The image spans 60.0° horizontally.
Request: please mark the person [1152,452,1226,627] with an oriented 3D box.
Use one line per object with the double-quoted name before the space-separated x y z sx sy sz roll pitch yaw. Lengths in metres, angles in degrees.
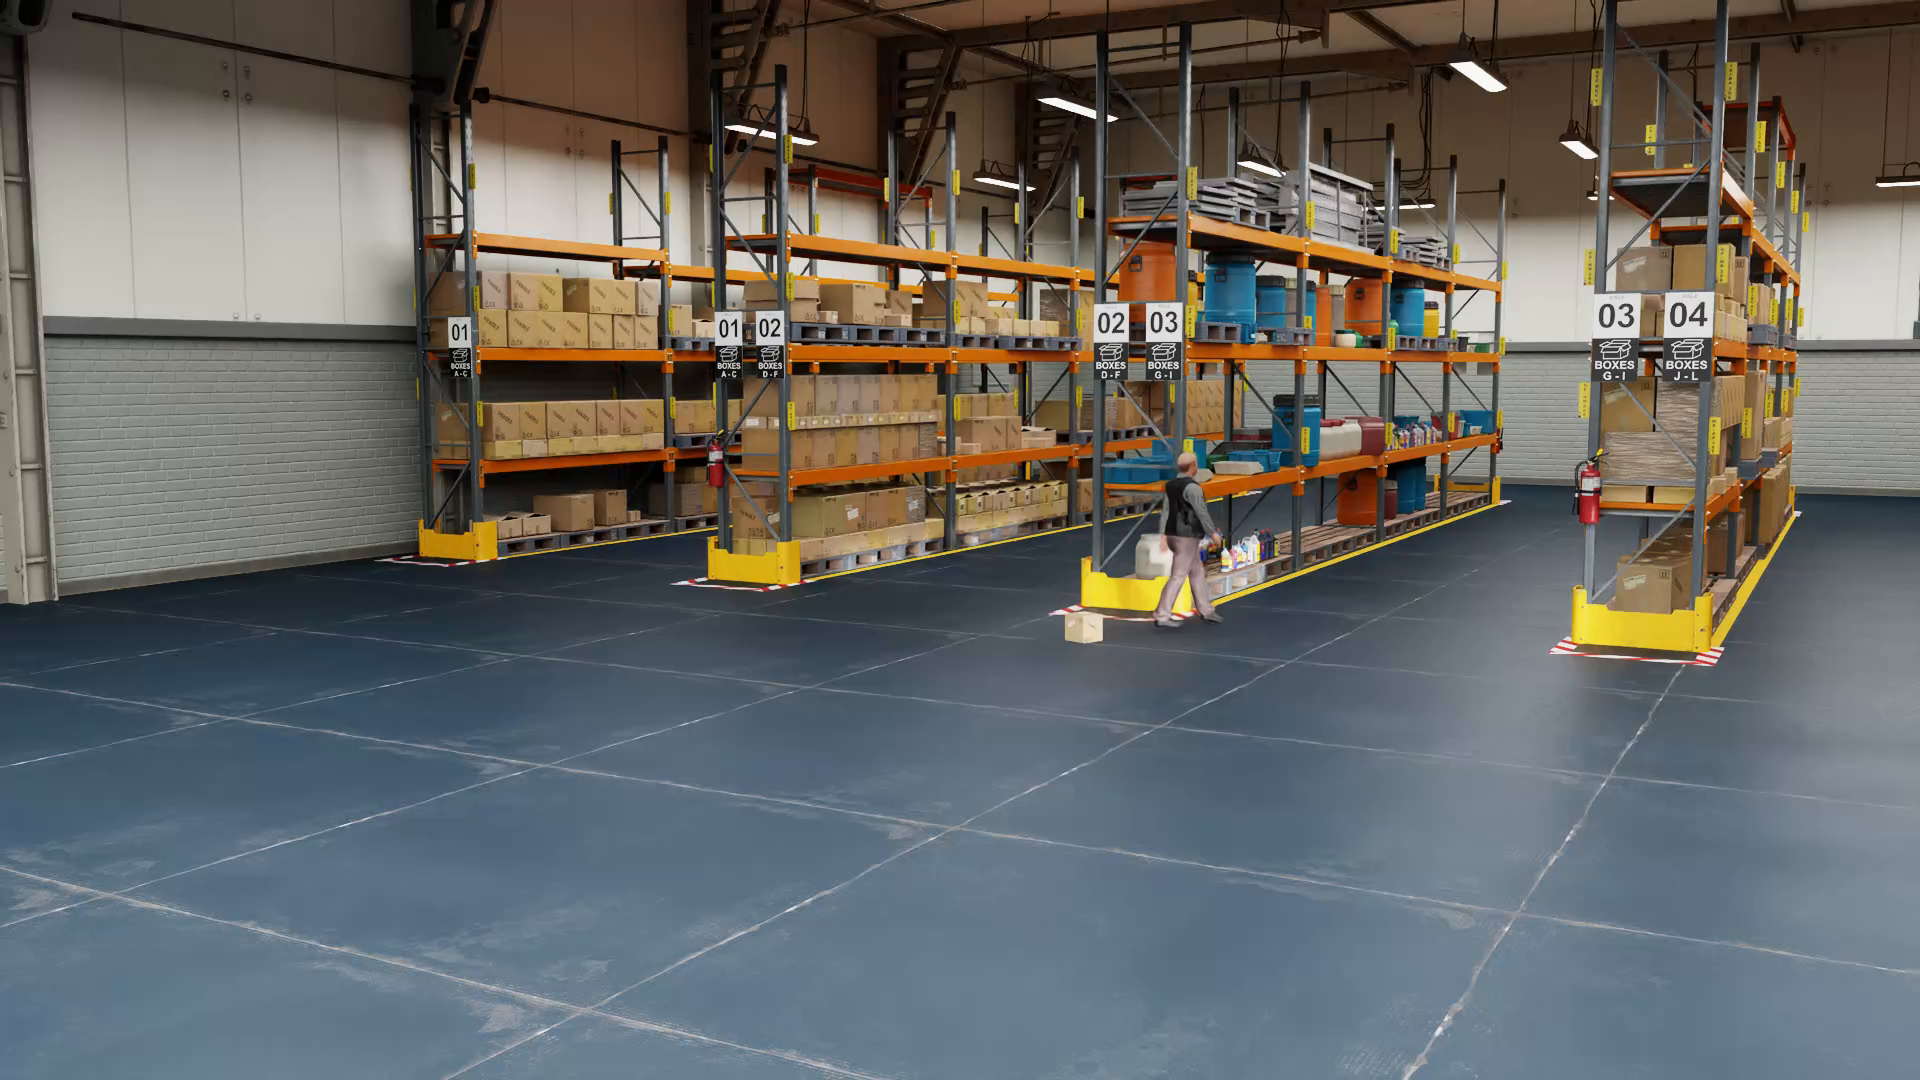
"person" 2.264 0.003 16.147 0.887 1.712 0.546 -2 6 -18
